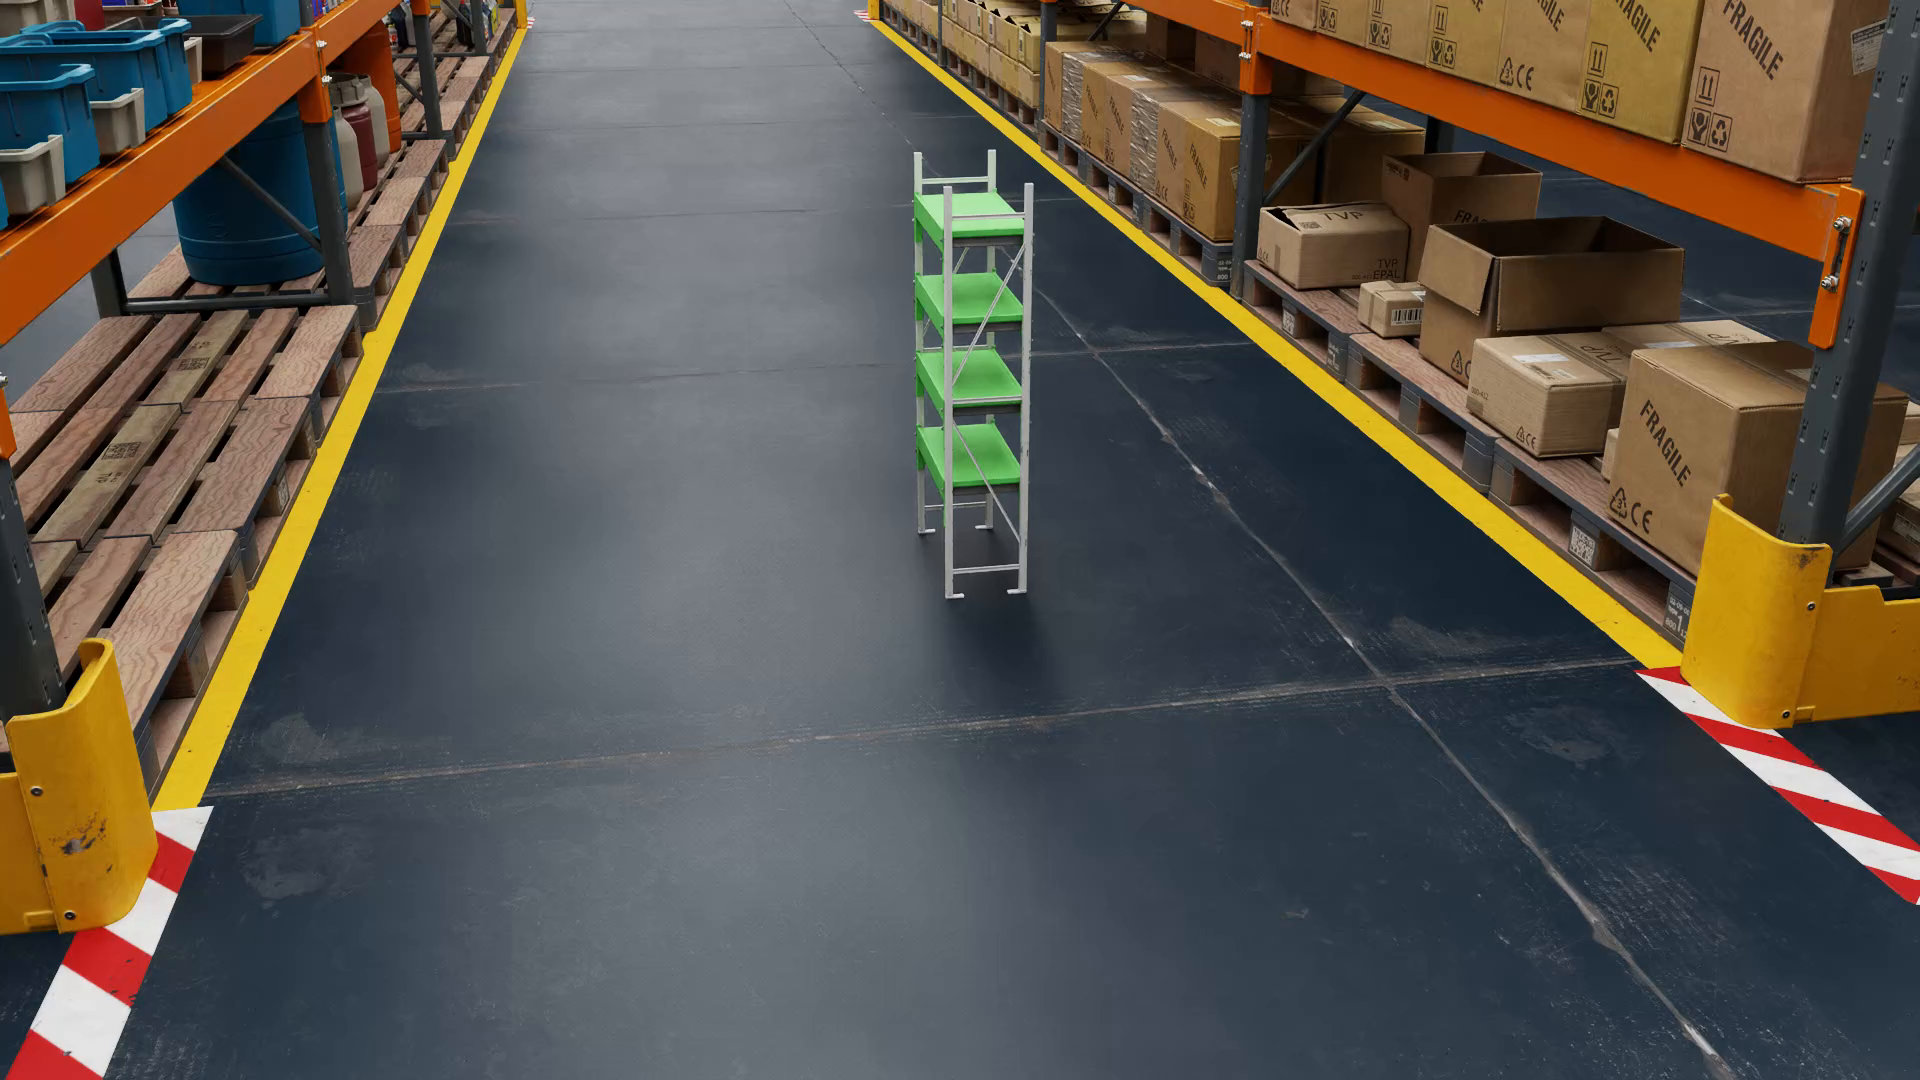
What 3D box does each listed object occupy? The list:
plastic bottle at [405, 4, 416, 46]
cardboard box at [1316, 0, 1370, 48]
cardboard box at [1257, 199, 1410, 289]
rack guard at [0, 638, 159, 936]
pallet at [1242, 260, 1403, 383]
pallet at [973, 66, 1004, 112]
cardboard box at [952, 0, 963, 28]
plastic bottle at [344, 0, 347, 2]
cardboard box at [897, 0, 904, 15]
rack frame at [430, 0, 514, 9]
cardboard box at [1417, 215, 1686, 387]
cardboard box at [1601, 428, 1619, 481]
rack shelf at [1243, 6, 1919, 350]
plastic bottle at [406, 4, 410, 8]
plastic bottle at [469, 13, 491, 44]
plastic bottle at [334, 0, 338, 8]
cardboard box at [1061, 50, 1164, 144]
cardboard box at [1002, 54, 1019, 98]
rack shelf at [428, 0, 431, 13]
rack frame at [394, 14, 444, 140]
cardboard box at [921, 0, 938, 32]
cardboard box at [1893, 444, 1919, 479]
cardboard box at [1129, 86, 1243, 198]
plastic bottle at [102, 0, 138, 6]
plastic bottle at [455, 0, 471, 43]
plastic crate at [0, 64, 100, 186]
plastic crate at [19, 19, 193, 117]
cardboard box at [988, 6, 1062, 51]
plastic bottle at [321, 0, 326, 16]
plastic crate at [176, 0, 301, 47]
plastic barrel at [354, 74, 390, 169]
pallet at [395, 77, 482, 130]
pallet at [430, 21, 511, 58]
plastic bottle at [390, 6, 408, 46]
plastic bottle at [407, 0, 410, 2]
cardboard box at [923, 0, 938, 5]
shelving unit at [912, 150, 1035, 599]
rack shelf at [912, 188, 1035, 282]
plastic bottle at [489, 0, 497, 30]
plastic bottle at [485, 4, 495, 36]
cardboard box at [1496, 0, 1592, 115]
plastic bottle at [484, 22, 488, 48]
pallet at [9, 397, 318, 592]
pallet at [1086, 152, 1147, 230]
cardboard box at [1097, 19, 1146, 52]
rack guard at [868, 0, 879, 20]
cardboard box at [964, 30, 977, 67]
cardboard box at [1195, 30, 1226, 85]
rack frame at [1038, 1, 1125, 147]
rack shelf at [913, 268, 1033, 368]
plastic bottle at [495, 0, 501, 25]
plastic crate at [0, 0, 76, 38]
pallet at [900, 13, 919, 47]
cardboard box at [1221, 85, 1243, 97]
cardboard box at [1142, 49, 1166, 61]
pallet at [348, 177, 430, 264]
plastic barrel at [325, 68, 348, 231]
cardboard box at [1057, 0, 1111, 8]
[{"bbox_3d":[-4.825,-4.562,14.707,0.144,0.351,0.185,-4,24,-10],"label":"plastic bottle"},{"bbox_3d":[1.708,-2.174,6.354,0.500,0.500,0.500,-4,24,-9],"label":"cardboard box"},{"bbox_3d":[1.648,-1.338,7.375,0.500,0.311,0.500,-4,24,-10],"label":"cardboard box"},{"bbox_3d":[-2.328,0.543,3.382,1.175,0.500,0.348,-4,24,-10],"label":"rack guard"},{"bbox_3d":[1.909,-1.001,7.279,1.003,0.211,1.213,-4,24,-10],"label":"pallet"},{"bbox_3d":[0.708,-3.651,13.345,1.003,0.211,1.213,-4,24,-10],"label":"pallet"},{"bbox_3d":[0.223,-4.507,14.033,0.500,0.311,0.500,-5,24,-10],"label":"cardboard box"},{"bbox_3d":[-2.898,-2.656,7.730,0.061,0.283,0.133,-4,24,-10],"label":"plastic bottle"},{"bbox_3d":[-0.367,-5.582,17.193,0.500,0.250,0.500,-4,24,-10],"label":"cardboard box"},{"bbox_3d":[-5.304,-6.905,17.311,1.000,3.000,0.127,-4,24,-10],"label":"rack frame"},{"bbox_3d":[2.136,-0.869,6.060,0.797,0.503,0.637,-4,24,-10],"label":"cardboard box"},{"bbox_3d":[2.194,-0.241,5.045,0.380,0.166,0.250,-4,24,-10],"label":"cardboard box"},{"bbox_3d":[2.153,-1.433,5.683,1.077,0.370,4.000,-4,24,-10],"label":"rack shelf"},{"bbox_3d":[-5.088,-4.783,15.308,0.152,0.276,0.135,-4,24,-9],"label":"plastic bottle"},{"bbox_3d":[-4.279,-4.568,14.814,0.152,0.276,0.135,-3,24,-8],"label":"plastic bottle"},{"bbox_3d":[-2.859,-2.527,7.450,0.097,0.271,0.097,0,24,0],"label":"plastic bottle"},{"bbox_3d":[0.949,-2.773,10.426,0.500,0.500,0.500,-5,24,-12],"label":"cardboard box"},{"bbox_3d":[0.608,-3.447,12.305,0.500,0.250,0.500,-5,24,-10],"label":"cardboard box"},{"bbox_3d":[-4.195,-4.215,12.052,1.077,0.370,4.000,-4,24,-10],"label":"rack shelf"},{"bbox_3d":[-3.825,-3.758,10.106,1.000,3.000,0.127,-4,24,-10],"label":"rack frame"},{"bbox_3d":[-0.079,-4.992,15.844,0.500,0.250,0.500,-4,24,-10],"label":"cardboard box"},{"bbox_3d":[2.737,-0.168,4.877,0.380,0.166,0.250,-4,24,-10],"label":"cardboard box"},{"bbox_3d":[1.235,-2.171,9.046,0.500,0.500,0.500,-4,24,-9],"label":"cardboard box"},{"bbox_3d":[-3.476,-2.259,6.829,0.152,0.276,0.135,-4,24,-10],"label":"plastic bottle"},{"bbox_3d":[-4.448,-4.656,14.924,0.144,0.351,0.185,-4,24,-10],"label":"plastic bottle"},{"bbox_3d":[-2.189,-0.942,3.794,0.416,0.233,0.300,-4,24,-10],"label":"plastic crate"},{"bbox_3d":[-2.367,-1.319,4.657,0.416,0.233,0.300,-4,24,-10],"label":"plastic crate"},{"bbox_3d":[0.512,-3.903,12.648,0.500,0.311,0.500,-4,24,-10],"label":"cardboard box"},{"bbox_3d":[-2.798,-2.366,7.167,0.097,0.201,0.097,0,24,0],"label":"plastic bottle"},{"bbox_3d":[-2.664,-2.046,6.132,0.392,0.384,0.575,-4,24,-10],"label":"plastic crate"},{"bbox_3d":[-3.525,-2.404,9.589,0.421,0.512,0.421,0,24,0],"label":"plastic barrel"},{"bbox_3d":[-4.152,-3.266,12.465,1.003,0.211,1.213,-4,24,-10],"label":"pallet"},{"bbox_3d":[-4.877,-4.801,15.980,1.003,0.211,1.213,-4,24,-10],"label":"pallet"},{"bbox_3d":[-4.967,-4.551,14.682,0.144,0.351,0.185,-5,24,-11],"label":"plastic bottle"},{"bbox_3d":[-5.212,-4.985,15.775,0.097,0.271,0.097,0,24,0],"label":"plastic bottle"},{"bbox_3d":[-0.078,-5.336,15.694,0.500,0.500,0.500,-4,24,-10],"label":"cardboard box"},{"bbox_3d":[0.031,-0.485,4.861,0.258,1.200,0.503,-4,24,-10],"label":"shelving unit"},{"bbox_3d":[0.031,-0.866,4.694,0.258,0.148,0.480,-4,24,-10],"label":"rack shelf"},{"bbox_3d":[-4.454,-4.982,15.669,0.144,0.351,0.185,-3,24,-8],"label":"plastic bottle"},{"bbox_3d":[-4.331,-4.778,15.287,0.061,0.283,0.133,-3,24,-7],"label":"plastic bottle"},{"bbox_3d":[1.986,-1.579,4.992,0.500,0.500,0.500,-4,24,-9],"label":"cardboard box"},{"bbox_3d":[-4.193,-4.440,14.528,0.097,0.271,0.097,0,24,0],"label":"plastic bottle"},{"bbox_3d":[-2.682,-0.139,5.305,1.003,0.211,1.213,-4,24,-10],"label":"pallet"},{"bbox_3d":[1.367,-2.070,9.725,1.003,0.211,1.213,-4,24,-10],"label":"pallet"},{"bbox_3d":[1.235,-3.540,11.818,0.500,0.311,0.500,-4,24,-8],"label":"cardboard box"},{"bbox_3d":[-0.440,-6.134,18.669,1.175,0.500,0.348,-4,24,-10],"label":"rack guard"},{"bbox_3d":[0.327,-4.047,13.679,0.500,0.250,0.500,-5,24,-11],"label":"cardboard box"},{"bbox_3d":[1.655,-2.748,9.431,0.500,0.250,0.500,-5,24,-11],"label":"cardboard box"},{"bbox_3d":[1.044,-4.123,10.942,1.000,3.000,0.127,-4,24,-10],"label":"rack frame"},{"bbox_3d":[0.031,-0.646,4.790,0.258,0.148,0.480,-4,24,-10],"label":"rack shelf"},{"bbox_3d":[-4.494,-5.127,16.085,0.061,0.283,0.133,-4,24,-8],"label":"plastic bottle"},{"bbox_3d":[-2.984,-1.543,5.109,0.437,0.282,0.530,-4,24,-10],"label":"plastic crate"},{"bbox_3d":[-0.031,-5.215,16.927,1.003,0.211,1.213,-4,24,-10],"label":"pallet"},{"bbox_3d":[1.739,-2.220,9.159,0.500,0.500,0.500,-4,24,-9],"label":"cardboard box"},{"bbox_3d":[1.447,-2.829,10.552,0.500,0.500,0.500,-3,24,-8],"label":"cardboard box"},{"bbox_3d":[-3.416,-1.694,8.865,1.003,0.211,1.213,-4,24,-10],"label":"pallet"},{"bbox_3d":[-3.300,-1.909,7.970,0.600,0.901,0.708,-4,24,-10],"label":"plastic barrel"},{"bbox_3d":[0.942,-4.149,13.212,0.500,0.311,0.500,-5,24,-10],"label":"cardboard box"}]
